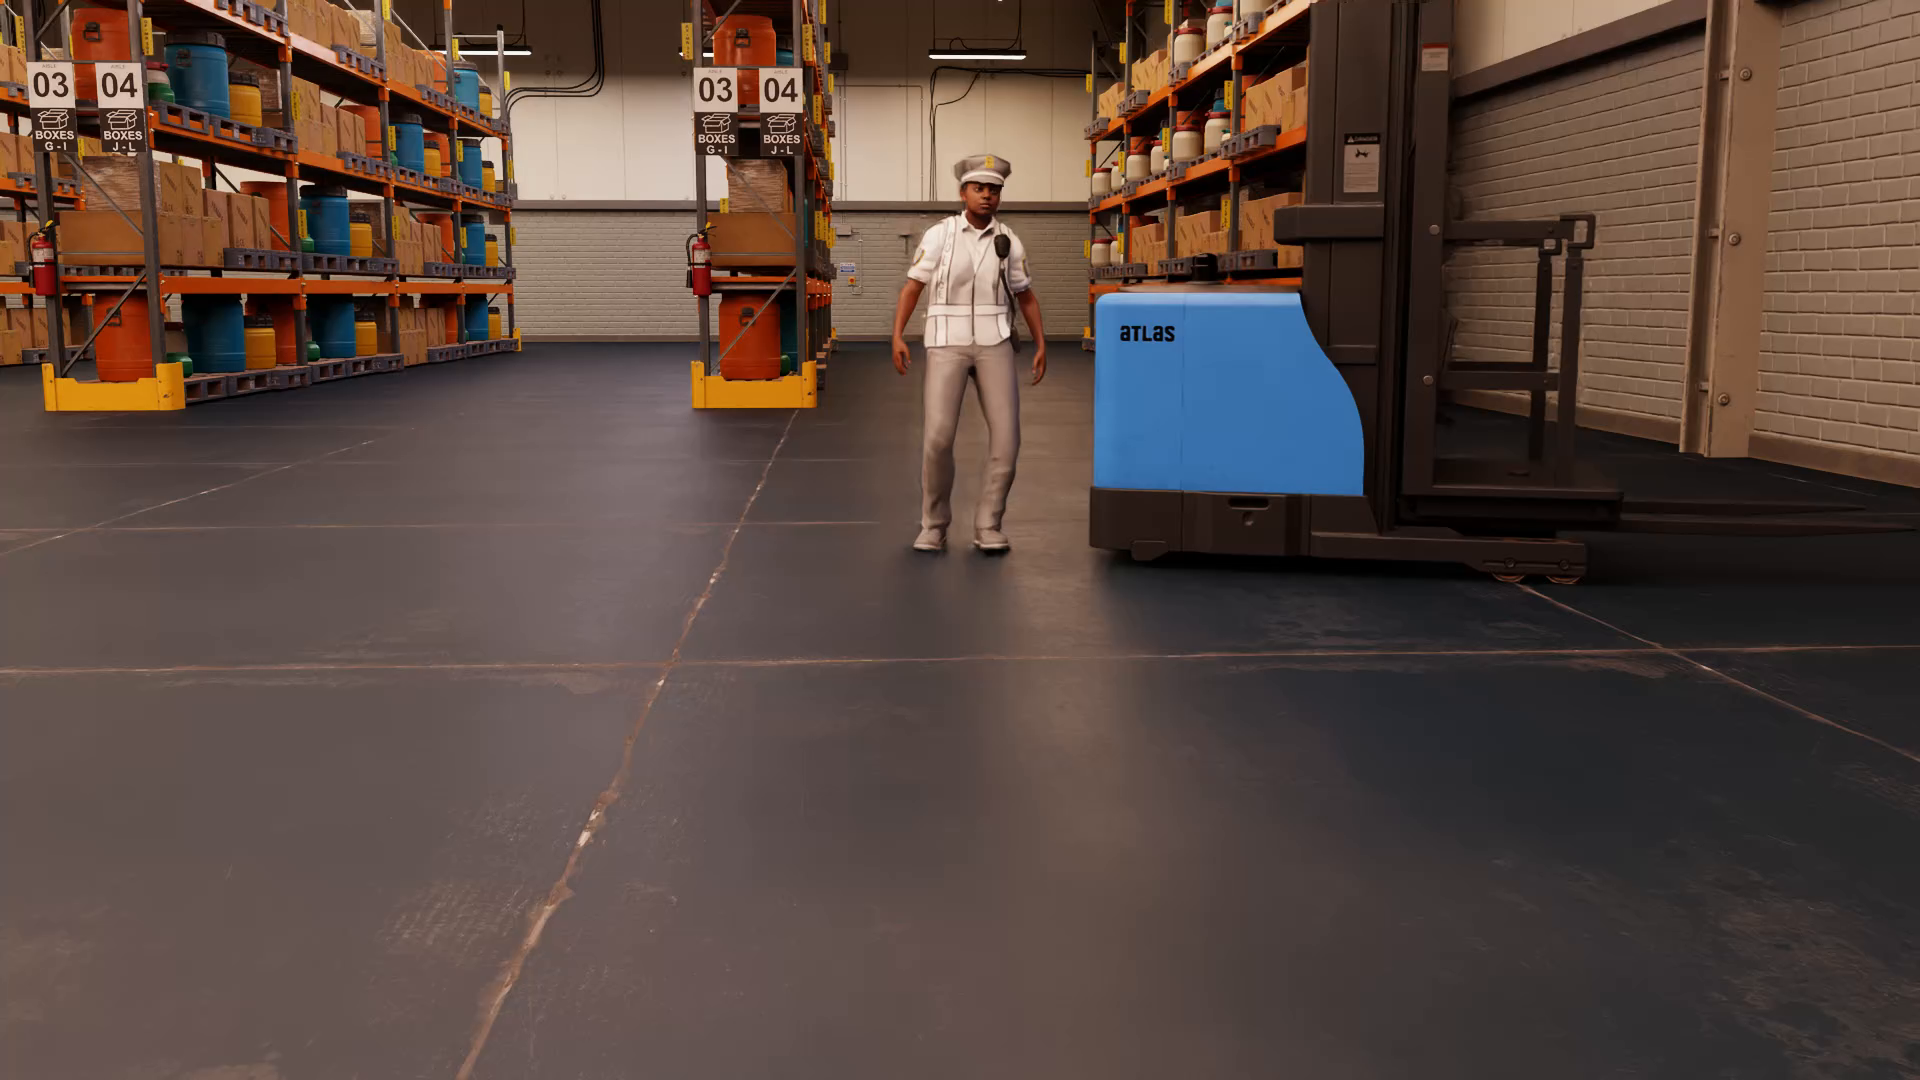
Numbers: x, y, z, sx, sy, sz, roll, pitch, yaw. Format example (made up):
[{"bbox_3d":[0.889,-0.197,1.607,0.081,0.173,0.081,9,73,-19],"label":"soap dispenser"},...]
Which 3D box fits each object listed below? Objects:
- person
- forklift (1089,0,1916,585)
[{"bbox_3d":[0.052,-0.783,7.009,0.672,1.657,0.521,-1,9,-8],"label":"person"},{"bbox_3d":[2.093,-1.369,6.548,3.031,2.935,1.130,2,9,13],"label":"forklift"}]
